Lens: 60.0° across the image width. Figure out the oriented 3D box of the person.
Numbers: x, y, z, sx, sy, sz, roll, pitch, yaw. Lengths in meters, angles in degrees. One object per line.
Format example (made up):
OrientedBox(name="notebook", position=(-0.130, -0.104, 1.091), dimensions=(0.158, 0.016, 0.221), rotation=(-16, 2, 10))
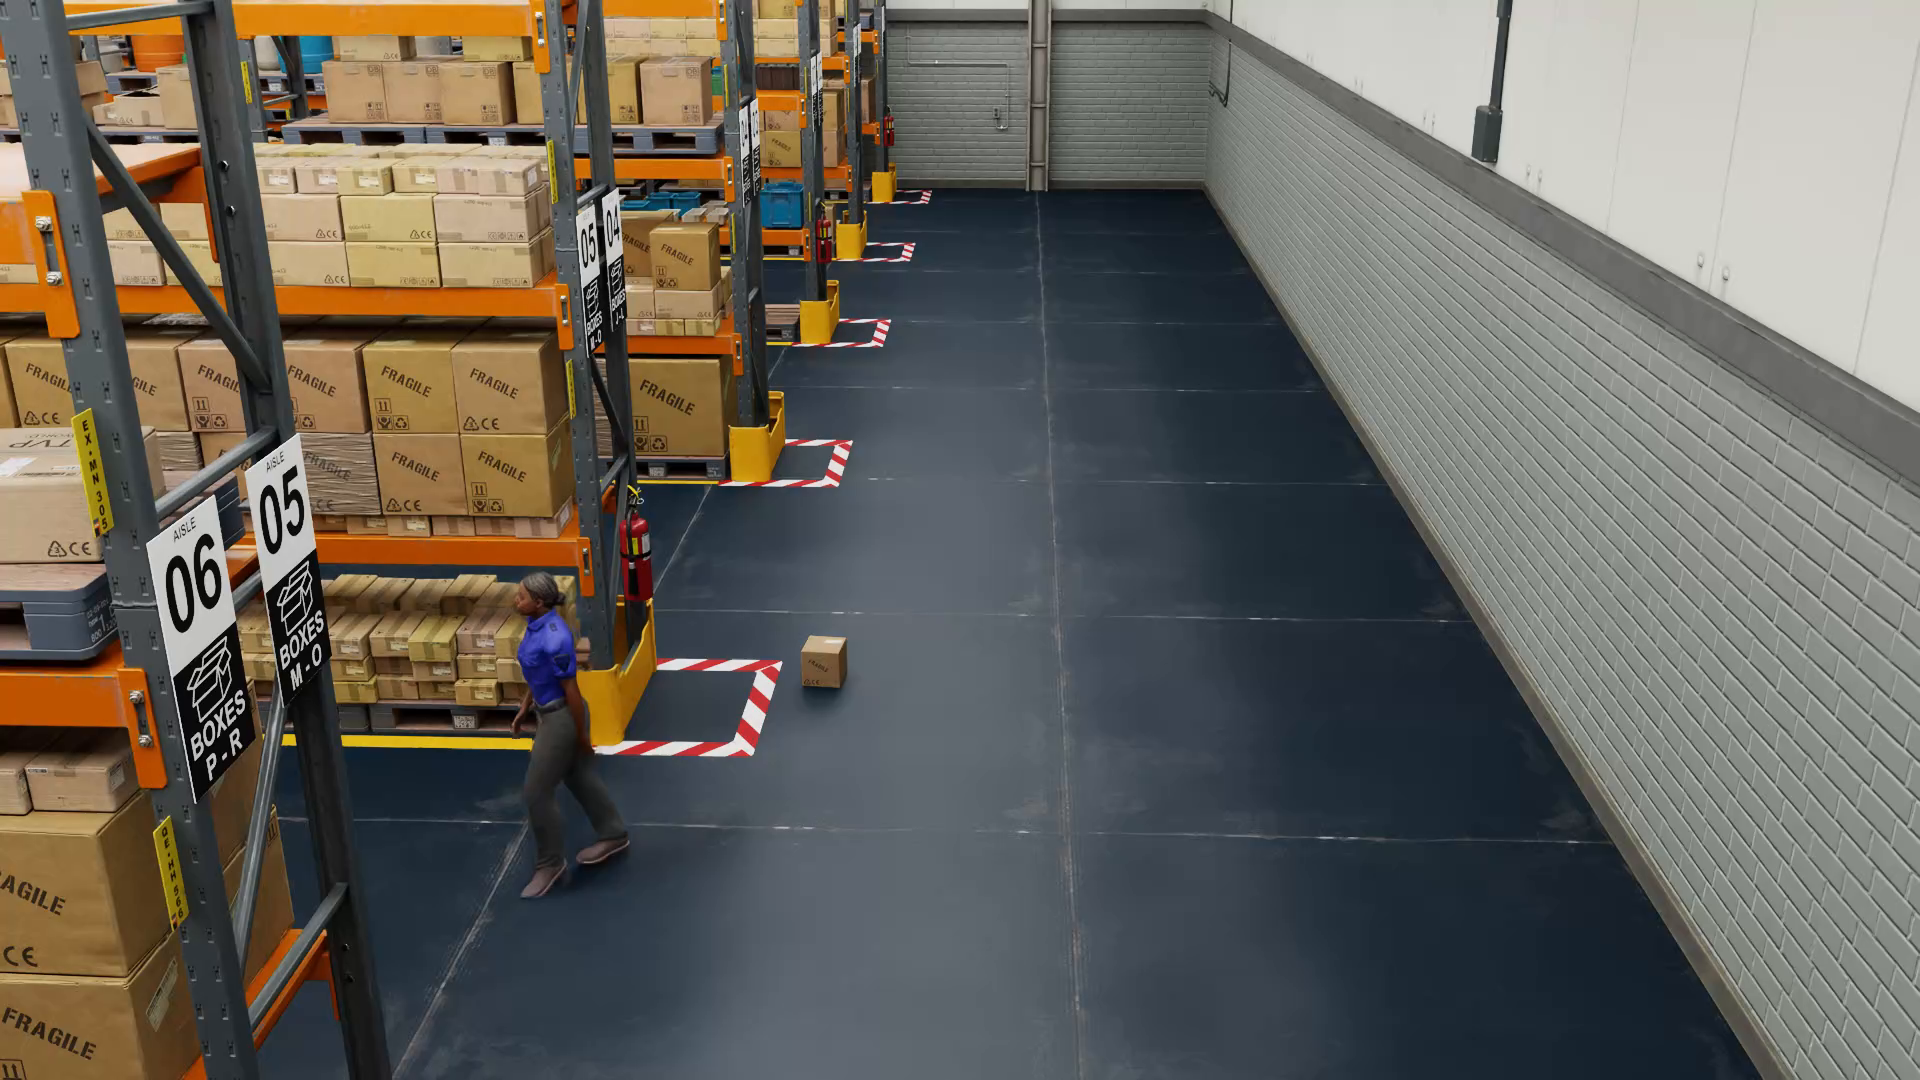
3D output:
OrientedBox(name="person", position=(-2.060, 0.969, 8.587), dimensions=(0.598, 1.706, 0.534), rotation=(-7, 22, -18))
